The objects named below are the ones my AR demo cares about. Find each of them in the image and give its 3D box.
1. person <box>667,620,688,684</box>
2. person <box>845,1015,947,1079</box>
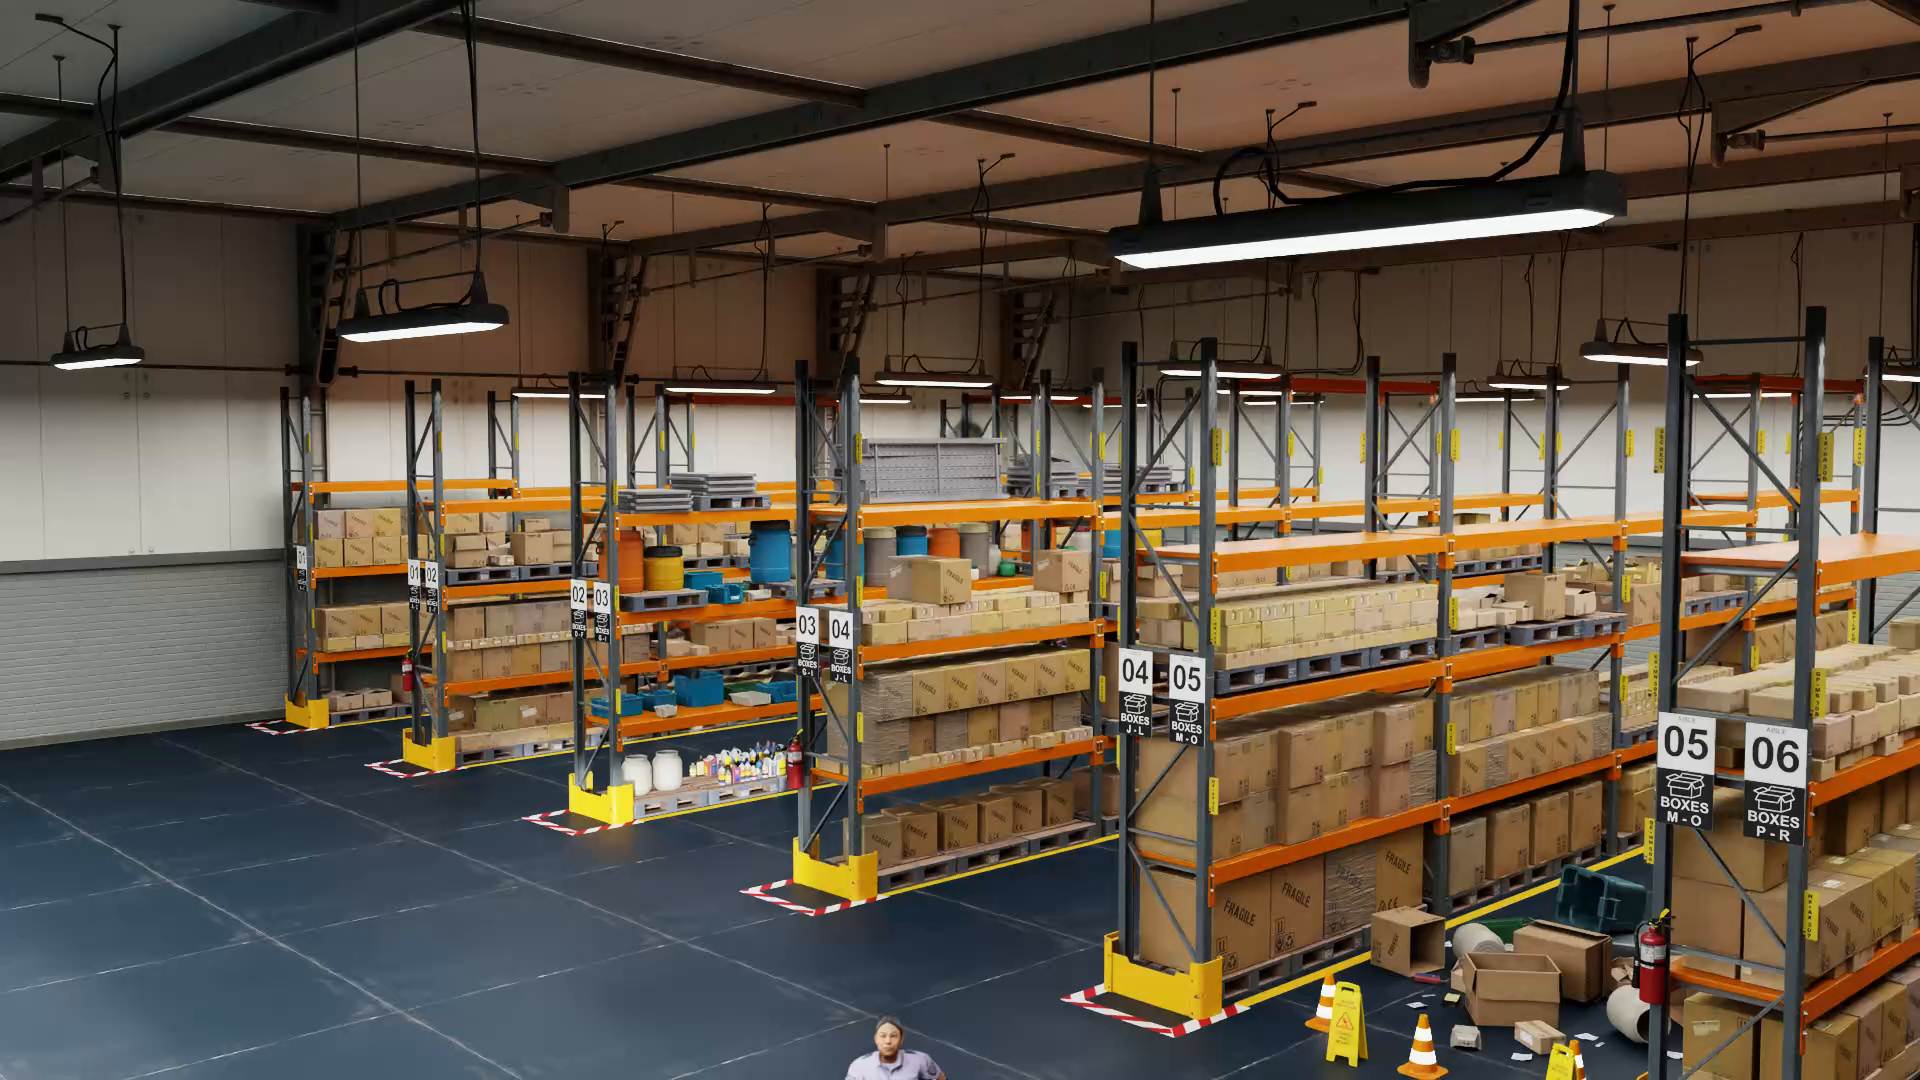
[{"bbox_3d":[-5.283,2.293,31.053,0.662,1.792,1.050,3,5,40],"label":"person"},{"bbox_3d":[-0.412,3.706,10.097,0.661,1.607,0.570,0,4,1],"label":"person"}]
